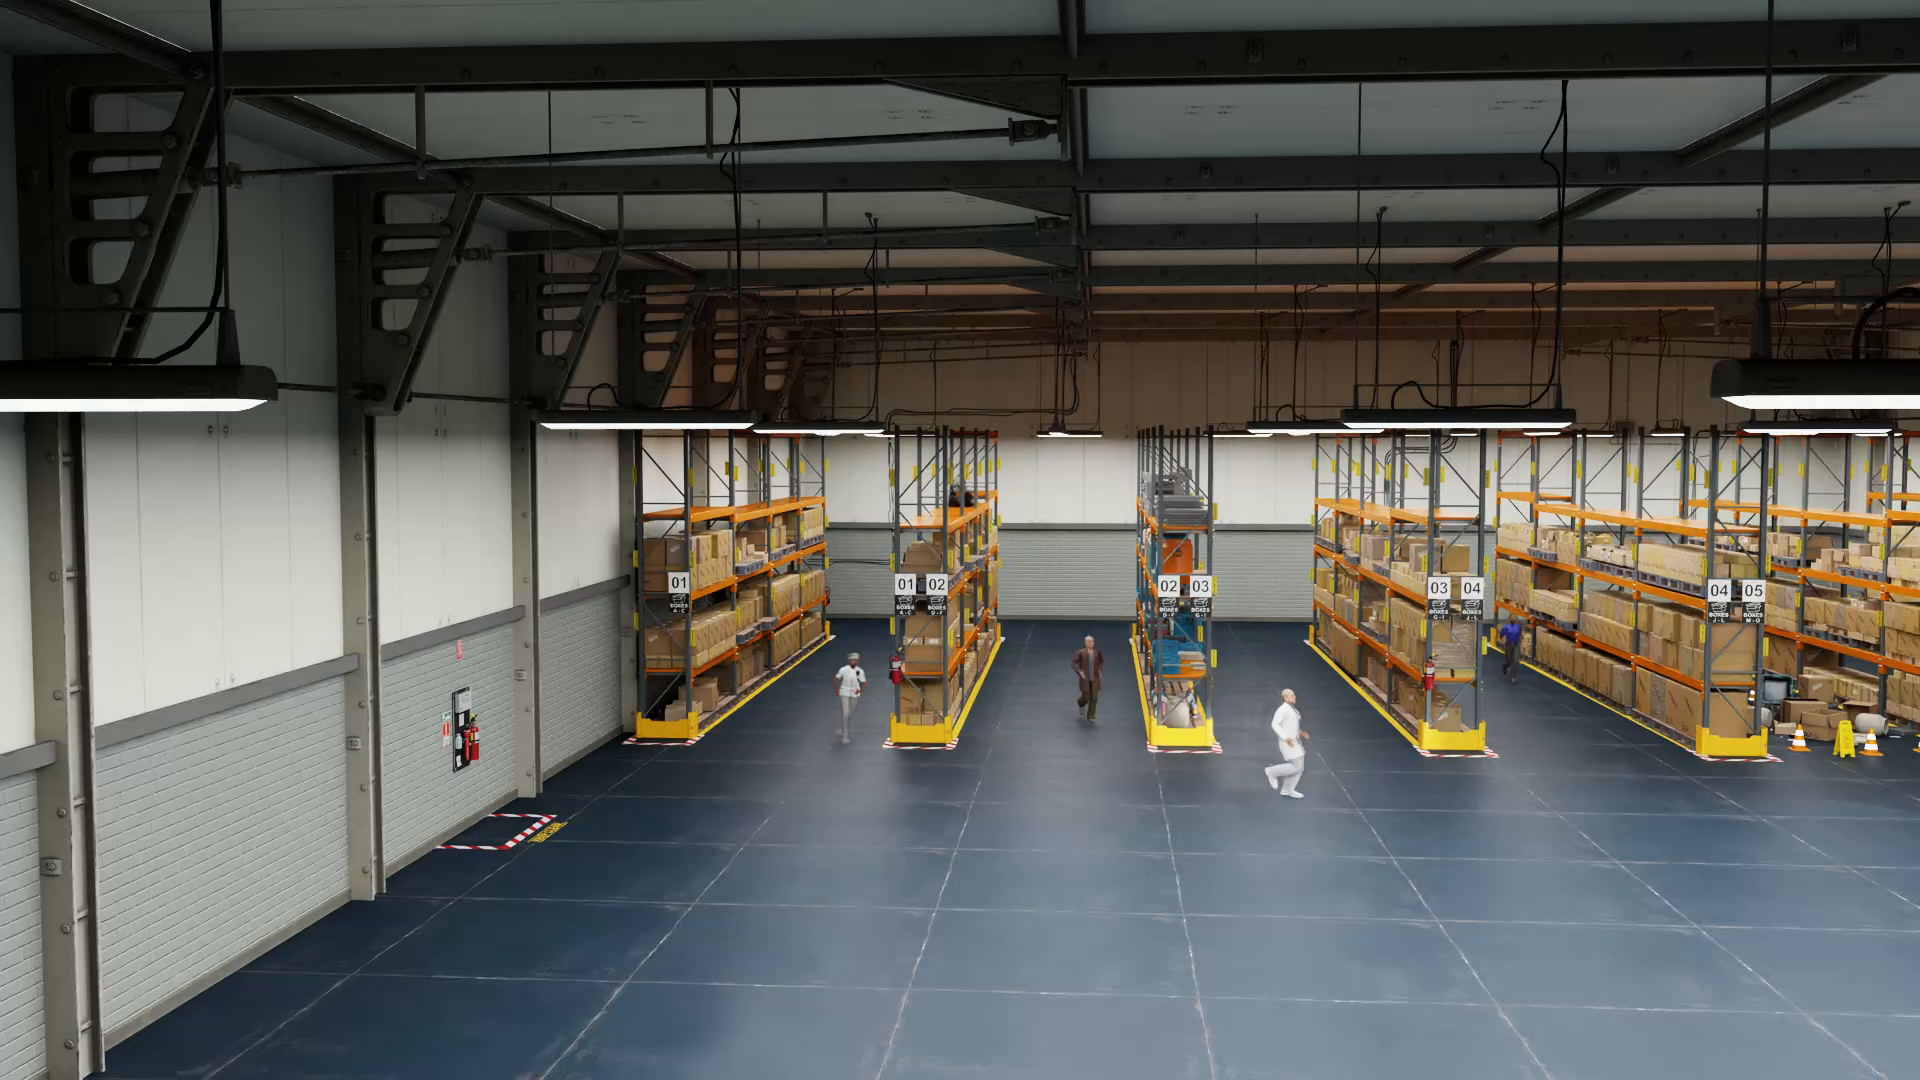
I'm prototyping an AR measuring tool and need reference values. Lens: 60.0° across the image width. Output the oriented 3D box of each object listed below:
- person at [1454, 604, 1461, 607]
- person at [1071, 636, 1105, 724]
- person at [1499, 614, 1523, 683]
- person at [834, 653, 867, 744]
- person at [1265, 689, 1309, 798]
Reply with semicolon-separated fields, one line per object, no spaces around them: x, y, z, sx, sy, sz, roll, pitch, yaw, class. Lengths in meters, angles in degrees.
13.595;2.108;46.186;0.735;1.684;0.865;1;4;18;person
2.613;2.817;33.705;0.726;1.745;0.865;-1;4;-13;person
13.094;2.553;39.472;0.578;1.625;0.669;0;3;0;person
-2.090;2.991;31.735;0.599;1.696;0.783;-1;4;-16;person
5.253;3.259;26.710;0.640;1.737;0.709;2;4;29;person
